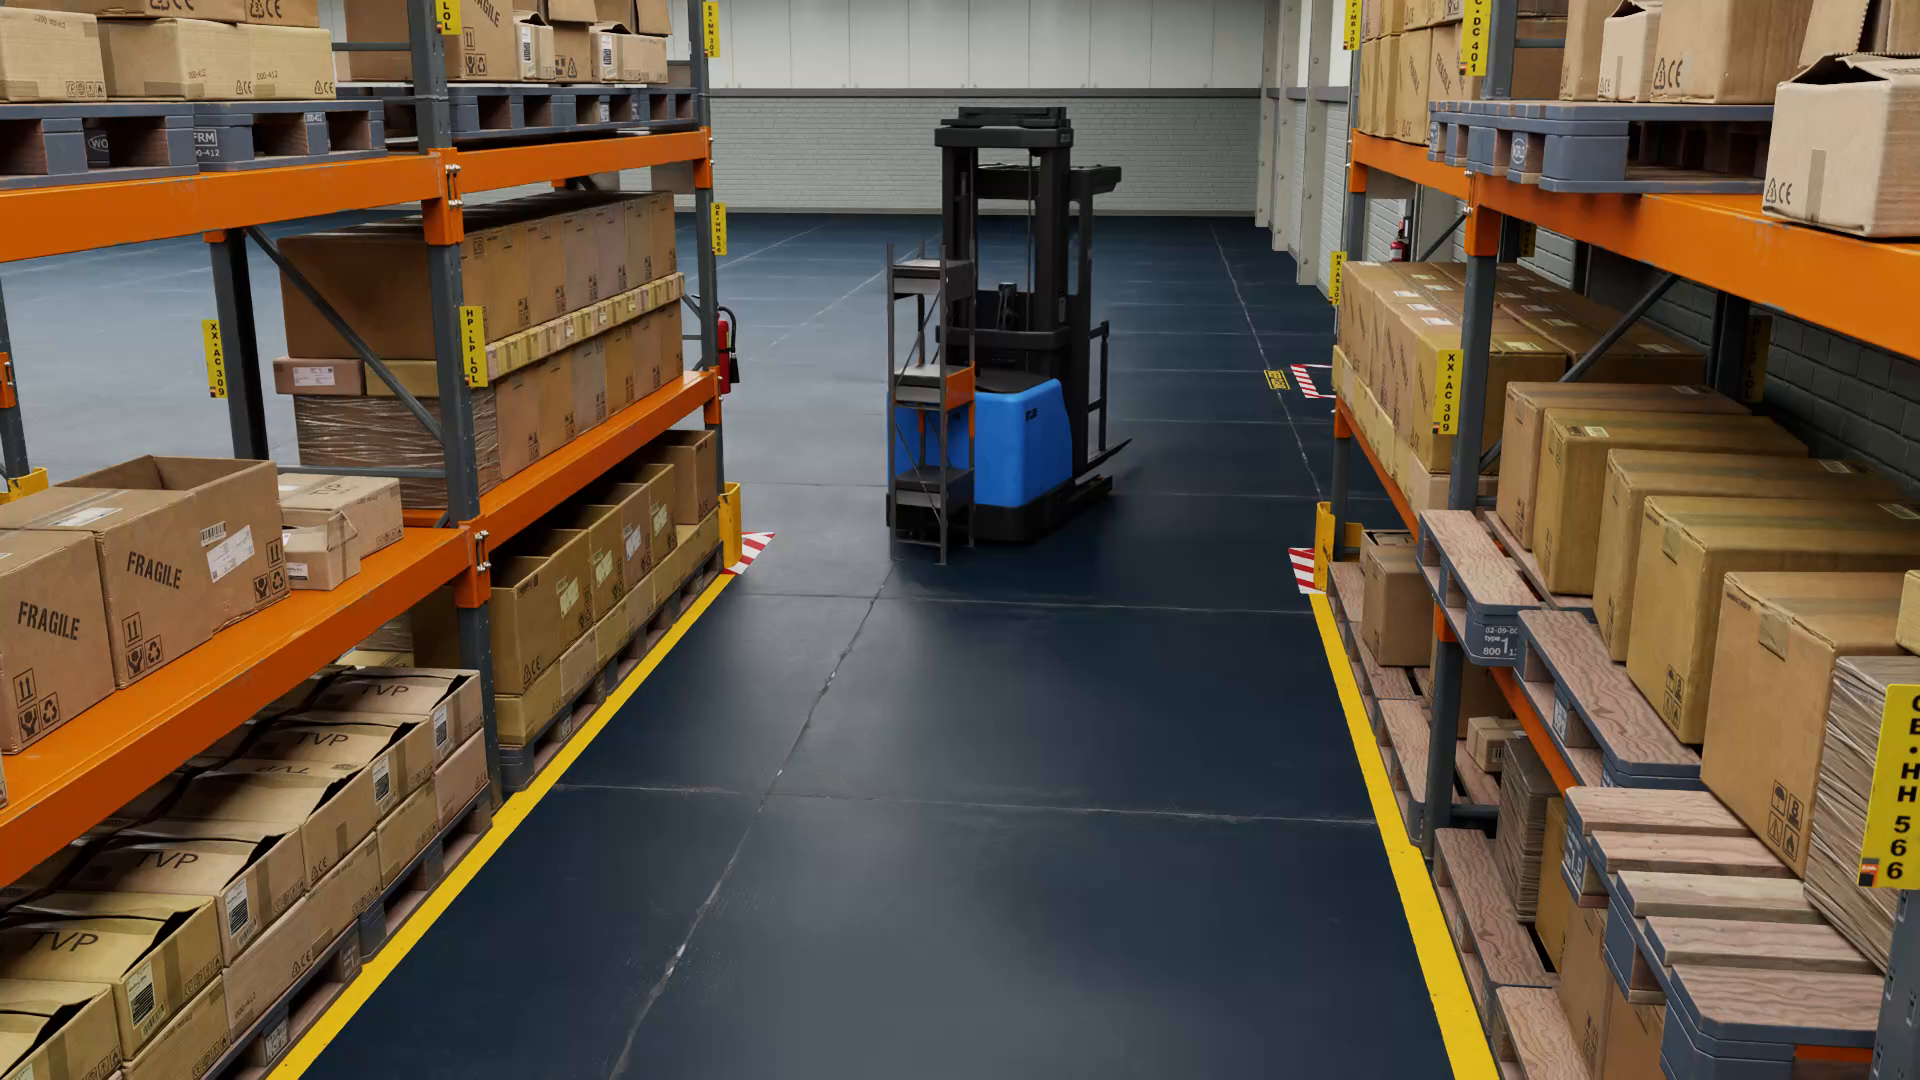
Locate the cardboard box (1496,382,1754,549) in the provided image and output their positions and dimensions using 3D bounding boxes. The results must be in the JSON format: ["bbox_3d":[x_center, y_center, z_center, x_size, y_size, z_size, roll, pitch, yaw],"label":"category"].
[{"bbox_3d":[2.313,-0.262,5.851,0.700,0.500,0.500,2,15,6],"label":"cardboard box"}]

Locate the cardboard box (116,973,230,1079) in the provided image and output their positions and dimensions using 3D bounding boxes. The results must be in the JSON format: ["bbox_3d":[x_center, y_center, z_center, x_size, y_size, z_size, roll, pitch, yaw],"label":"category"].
[{"bbox_3d":[-2.510,1.492,4.861,0.500,0.250,0.500,1,15,5],"label":"cardboard box"}]

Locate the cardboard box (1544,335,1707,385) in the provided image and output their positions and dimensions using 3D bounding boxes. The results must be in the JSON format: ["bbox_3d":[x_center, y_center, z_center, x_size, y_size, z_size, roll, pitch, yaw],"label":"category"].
[{"bbox_3d":[2.665,-0.548,6.753,0.500,0.500,0.500,1,15,5],"label":"cardboard box"}]

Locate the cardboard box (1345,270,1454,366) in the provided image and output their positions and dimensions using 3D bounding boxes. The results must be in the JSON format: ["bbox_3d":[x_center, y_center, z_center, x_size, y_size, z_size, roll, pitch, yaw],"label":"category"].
[{"bbox_3d":[2.438,-1.226,9.264,0.500,0.500,0.500,2,15,6],"label":"cardboard box"}]

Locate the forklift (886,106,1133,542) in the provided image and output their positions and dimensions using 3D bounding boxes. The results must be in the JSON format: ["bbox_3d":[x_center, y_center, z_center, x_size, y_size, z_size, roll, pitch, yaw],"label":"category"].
[{"bbox_3d":[0.536,-1.743,12.492,1.130,2.935,3.031,7,16,23],"label":"forklift"}]

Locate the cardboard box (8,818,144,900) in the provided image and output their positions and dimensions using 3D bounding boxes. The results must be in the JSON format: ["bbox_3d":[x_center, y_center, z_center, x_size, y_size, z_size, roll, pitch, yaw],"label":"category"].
[{"bbox_3d":[-2.984,1.075,5.329,0.500,0.311,0.500,2,15,8],"label":"cardboard box"}]

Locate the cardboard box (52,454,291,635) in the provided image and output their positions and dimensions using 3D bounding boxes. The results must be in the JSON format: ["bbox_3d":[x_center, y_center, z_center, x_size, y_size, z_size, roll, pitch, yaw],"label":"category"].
[{"bbox_3d":[-2.680,0.009,5.689,0.500,0.500,0.500,3,15,10],"label":"cardboard box"}]

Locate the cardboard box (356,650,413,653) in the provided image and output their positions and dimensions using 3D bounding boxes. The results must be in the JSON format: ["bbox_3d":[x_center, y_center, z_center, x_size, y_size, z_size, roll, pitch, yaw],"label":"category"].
[{"bbox_3d":[-2.617,0.591,8.193,0.500,0.250,0.500,2,15,6],"label":"cardboard box"}]

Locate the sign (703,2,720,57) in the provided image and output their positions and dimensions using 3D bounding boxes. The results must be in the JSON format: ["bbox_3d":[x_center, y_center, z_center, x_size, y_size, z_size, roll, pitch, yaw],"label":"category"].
[{"bbox_3d":[-1.529,-3.133,10.210,0.100,0.325,0.005,2,15,6],"label":"sign"}]

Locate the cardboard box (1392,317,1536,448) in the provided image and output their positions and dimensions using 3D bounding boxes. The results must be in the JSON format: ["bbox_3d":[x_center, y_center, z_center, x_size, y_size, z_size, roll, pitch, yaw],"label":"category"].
[{"bbox_3d":[2.201,-0.693,7.292,0.500,0.500,0.500,2,15,6],"label":"cardboard box"}]

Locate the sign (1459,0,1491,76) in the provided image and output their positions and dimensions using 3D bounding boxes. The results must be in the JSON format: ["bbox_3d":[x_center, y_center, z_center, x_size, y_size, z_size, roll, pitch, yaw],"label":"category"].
[{"bbox_3d":[1.864,-1.844,5.999,0.100,0.325,0.005,2,15,6],"label":"sign"}]

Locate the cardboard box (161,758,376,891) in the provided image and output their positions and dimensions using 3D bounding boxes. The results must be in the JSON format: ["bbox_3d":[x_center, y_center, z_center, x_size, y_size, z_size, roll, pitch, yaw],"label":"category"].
[{"bbox_3d":[-2.390,0.954,5.775,0.500,0.311,0.500,2,15,6],"label":"cardboard box"}]

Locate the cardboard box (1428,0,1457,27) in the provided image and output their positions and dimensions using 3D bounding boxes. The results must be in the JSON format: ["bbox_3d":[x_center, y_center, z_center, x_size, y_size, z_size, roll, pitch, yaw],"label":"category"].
[{"bbox_3d":[2.243,-2.402,6.908,0.500,0.500,0.500,3,15,9],"label":"cardboard box"}]

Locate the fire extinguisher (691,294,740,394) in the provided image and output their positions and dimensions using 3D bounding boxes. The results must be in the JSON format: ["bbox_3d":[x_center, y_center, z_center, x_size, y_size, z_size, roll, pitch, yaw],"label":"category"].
[{"bbox_3d":[-1.592,-1.295,10.852,0.296,0.674,0.183,2,15,6],"label":"fire extinguisher"}]

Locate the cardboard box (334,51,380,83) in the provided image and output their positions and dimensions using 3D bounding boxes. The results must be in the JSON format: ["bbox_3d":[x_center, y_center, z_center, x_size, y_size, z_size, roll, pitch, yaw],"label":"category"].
[{"bbox_3d":[-2.654,-2.196,7.697,0.380,0.149,0.250,2,15,6],"label":"cardboard box"}]

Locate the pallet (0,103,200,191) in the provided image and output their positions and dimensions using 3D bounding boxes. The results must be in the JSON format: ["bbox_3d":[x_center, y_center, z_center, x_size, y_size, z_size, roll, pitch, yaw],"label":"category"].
[{"bbox_3d":[-2.858,-1.066,4.472,1.003,0.211,1.213,2,15,9],"label":"pallet"}]

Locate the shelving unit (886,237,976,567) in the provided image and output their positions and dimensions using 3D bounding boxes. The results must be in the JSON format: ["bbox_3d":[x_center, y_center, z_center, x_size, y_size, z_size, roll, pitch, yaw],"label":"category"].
[{"bbox_3d":[-0.183,-0.917,11.032,0.431,2.100,0.503,6,16,22],"label":"shelving unit"}]

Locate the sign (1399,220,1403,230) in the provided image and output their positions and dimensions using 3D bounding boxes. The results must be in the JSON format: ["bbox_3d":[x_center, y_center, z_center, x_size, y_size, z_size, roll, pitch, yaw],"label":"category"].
[{"bbox_3d":[4.795,-3.317,18.113,0.001,0.329,0.234,2,15,6],"label":"sign"}]

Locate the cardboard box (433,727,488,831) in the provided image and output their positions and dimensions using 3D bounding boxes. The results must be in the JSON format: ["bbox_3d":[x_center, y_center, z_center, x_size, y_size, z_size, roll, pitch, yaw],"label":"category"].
[{"bbox_3d":[-2.277,0.963,6.817,0.500,0.250,0.500,2,15,6],"label":"cardboard box"}]

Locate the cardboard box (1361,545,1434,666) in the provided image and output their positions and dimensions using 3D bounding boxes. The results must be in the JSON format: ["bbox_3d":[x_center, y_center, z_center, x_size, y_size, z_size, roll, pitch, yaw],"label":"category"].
[{"bbox_3d":[2.492,0.338,8.613,0.700,0.500,0.500,1,15,3],"label":"cardboard box"}]

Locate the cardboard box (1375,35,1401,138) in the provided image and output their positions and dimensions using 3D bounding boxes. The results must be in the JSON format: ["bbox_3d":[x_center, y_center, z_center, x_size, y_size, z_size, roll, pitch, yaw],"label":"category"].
[{"bbox_3d":[2.419,-2.324,8.532,0.500,0.500,0.500,2,15,9],"label":"cardboard box"}]

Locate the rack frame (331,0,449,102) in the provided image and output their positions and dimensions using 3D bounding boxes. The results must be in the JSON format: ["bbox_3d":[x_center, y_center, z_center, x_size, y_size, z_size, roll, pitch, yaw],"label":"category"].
[{"bbox_3d":[-2.518,-3.174,6.159,1.000,3.000,0.127,2,15,6],"label":"rack frame"}]

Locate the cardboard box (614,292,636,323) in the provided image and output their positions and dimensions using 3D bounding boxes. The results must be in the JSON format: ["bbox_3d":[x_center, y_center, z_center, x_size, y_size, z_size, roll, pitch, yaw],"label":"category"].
[{"bbox_3d":[-2.037,-1.304,9.304,0.380,0.149,0.250,2,15,8],"label":"cardboard box"}]

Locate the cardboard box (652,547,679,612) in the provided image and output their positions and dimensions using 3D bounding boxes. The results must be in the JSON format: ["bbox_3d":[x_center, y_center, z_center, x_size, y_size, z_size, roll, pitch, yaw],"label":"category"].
[{"bbox_3d":[-1.933,0.217,9.576,0.500,0.250,0.500,2,15,6],"label":"cardboard box"}]

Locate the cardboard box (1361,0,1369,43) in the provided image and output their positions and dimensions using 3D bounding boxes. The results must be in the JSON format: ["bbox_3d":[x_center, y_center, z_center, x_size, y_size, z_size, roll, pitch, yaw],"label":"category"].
[{"bbox_3d":[2.571,-3.066,9.362,0.500,0.500,0.500,1,15,2],"label":"cardboard box"}]

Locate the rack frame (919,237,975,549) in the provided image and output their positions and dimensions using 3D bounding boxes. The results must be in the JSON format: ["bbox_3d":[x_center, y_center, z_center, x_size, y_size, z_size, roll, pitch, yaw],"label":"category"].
[{"bbox_3d":[-0.088,-0.976,11.249,0.400,2.100,0.015,6,16,22],"label":"rack frame"}]

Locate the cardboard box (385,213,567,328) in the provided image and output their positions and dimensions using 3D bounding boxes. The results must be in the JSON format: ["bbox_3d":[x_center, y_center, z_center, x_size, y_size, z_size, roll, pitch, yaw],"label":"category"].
[{"bbox_3d":[-2.361,-1.328,8.151,0.700,0.500,0.500,2,15,6],"label":"cardboard box"}]

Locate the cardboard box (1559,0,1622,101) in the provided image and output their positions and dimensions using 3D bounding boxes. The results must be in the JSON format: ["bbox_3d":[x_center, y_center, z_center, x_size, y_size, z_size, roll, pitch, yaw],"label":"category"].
[{"bbox_3d":[2.263,-1.692,5.431,0.500,0.500,0.500,4,16,14],"label":"cardboard box"}]

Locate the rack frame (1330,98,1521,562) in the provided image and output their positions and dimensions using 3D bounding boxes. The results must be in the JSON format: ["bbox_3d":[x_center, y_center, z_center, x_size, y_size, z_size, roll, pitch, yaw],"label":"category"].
[{"bbox_3d":[2.856,-1.170,10.243,1.000,3.000,0.127,2,15,6],"label":"rack frame"}]

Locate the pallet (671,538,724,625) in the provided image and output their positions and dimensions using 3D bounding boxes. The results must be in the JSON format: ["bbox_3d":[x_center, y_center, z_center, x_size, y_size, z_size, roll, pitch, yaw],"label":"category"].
[{"bbox_3d":[-2.111,0.231,10.405,1.003,0.211,1.213,2,15,6],"label":"pallet"}]

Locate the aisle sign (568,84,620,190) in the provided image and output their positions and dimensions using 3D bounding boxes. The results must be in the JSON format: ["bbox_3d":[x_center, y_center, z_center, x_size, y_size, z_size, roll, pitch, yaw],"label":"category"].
[{"bbox_3d":[-2.364,-2.596,10.536,0.394,0.787,0.004,2,15,6],"label":"aisle sign"}]

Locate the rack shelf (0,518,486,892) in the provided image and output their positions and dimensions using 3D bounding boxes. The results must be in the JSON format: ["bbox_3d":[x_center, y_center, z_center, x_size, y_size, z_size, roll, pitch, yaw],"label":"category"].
[{"bbox_3d":[-2.744,0.588,5.118,1.077,0.370,4.000,2,15,6],"label":"rack shelf"}]

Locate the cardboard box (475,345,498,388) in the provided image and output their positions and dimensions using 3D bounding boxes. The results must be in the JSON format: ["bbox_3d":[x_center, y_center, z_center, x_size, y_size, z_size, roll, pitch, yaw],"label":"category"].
[{"bbox_3d":[-2.267,-0.768,7.322,0.380,0.149,0.250,2,15,7],"label":"cardboard box"}]

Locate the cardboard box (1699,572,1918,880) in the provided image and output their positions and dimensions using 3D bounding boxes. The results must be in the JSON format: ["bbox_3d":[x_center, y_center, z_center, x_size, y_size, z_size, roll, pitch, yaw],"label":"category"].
[{"bbox_3d":[2.032,0.376,3.490,0.700,0.500,0.500,0,15,1],"label":"cardboard box"}]

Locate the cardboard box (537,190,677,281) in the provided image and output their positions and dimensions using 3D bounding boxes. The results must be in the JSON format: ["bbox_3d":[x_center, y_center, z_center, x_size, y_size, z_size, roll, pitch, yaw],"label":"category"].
[{"bbox_3d":[-2.138,-1.855,10.099,0.700,0.500,0.500,2,15,6],"label":"cardboard box"}]

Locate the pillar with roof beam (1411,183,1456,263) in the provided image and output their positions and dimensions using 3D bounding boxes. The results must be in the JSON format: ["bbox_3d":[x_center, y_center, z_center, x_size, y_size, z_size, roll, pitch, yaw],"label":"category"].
[{"bbox_3d":[0.036,-5.542,14.918,9.100,9.000,0.400,2,15,6],"label":"pillar with roof beam"}]

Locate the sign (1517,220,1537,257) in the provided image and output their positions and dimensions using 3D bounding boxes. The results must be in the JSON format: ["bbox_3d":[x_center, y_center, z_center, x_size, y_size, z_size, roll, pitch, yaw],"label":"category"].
[{"bbox_3d":[3.405,-1.860,9.971,0.100,0.325,0.005,2,15,6],"label":"sign"}]

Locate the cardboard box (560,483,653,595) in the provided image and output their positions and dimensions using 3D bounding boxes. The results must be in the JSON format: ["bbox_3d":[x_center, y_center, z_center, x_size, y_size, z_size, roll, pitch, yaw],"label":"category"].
[{"bbox_3d":[-1.987,-0.015,8.998,0.500,0.500,0.500,2,15,6],"label":"cardboard box"}]

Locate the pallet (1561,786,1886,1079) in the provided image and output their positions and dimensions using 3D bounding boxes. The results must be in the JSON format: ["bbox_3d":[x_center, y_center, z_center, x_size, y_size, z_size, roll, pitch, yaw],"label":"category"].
[{"bbox_3d":[1.928,0.809,3.290,1.213,0.211,1.003,2,15,6],"label":"pallet"}]

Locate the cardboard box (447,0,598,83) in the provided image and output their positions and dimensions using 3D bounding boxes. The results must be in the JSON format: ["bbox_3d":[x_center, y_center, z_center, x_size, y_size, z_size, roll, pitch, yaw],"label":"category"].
[{"bbox_3d":[-2.207,-2.469,8.030,0.797,0.503,0.637,3,16,12],"label":"cardboard box"}]

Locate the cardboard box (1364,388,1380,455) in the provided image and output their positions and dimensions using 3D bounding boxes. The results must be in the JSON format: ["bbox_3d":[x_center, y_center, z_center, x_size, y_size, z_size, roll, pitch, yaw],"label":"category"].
[{"bbox_3d":[2.318,-0.592,8.354,0.500,0.250,0.500,2,15,7],"label":"cardboard box"}]

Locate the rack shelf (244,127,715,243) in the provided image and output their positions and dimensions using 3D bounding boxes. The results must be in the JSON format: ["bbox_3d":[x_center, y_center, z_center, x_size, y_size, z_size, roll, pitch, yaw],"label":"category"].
[{"bbox_3d":[-2.292,-1.897,8.563,1.077,0.370,4.000,2,15,6],"label":"rack shelf"}]

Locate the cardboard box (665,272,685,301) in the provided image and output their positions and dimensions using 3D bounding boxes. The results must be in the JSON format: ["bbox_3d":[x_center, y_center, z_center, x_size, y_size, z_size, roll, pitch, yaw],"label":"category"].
[{"bbox_3d":[-1.920,-1.572,10.294,0.380,0.149,0.250,1,15,5],"label":"cardboard box"}]

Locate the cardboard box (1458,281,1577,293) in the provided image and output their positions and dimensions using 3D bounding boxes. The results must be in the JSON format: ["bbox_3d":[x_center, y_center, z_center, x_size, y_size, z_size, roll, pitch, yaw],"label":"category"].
[{"bbox_3d":[2.893,-1.076,8.709,0.500,0.500,0.500,1,15,5],"label":"cardboard box"}]

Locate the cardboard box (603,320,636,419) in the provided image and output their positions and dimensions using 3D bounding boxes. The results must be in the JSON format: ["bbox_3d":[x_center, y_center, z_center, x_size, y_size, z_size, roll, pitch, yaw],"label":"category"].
[{"bbox_3d":[-2.248,-0.978,9.340,0.700,0.500,0.500,2,15,7],"label":"cardboard box"}]

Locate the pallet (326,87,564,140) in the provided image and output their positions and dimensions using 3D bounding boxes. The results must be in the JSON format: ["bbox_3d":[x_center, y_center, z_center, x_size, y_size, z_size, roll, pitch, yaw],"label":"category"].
[{"bbox_3d":[-2.448,-1.905,7.383,1.003,0.211,1.213,2,15,6],"label":"pallet"}]

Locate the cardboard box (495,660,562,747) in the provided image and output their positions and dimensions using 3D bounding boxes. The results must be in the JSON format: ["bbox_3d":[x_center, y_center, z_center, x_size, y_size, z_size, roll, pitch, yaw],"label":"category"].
[{"bbox_3d":[-2.164,0.736,7.658,0.500,0.250,0.500,2,15,6],"label":"cardboard box"}]

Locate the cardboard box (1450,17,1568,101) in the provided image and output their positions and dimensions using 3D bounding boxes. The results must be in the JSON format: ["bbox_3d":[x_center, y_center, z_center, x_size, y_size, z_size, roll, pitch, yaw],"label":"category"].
[{"bbox_3d":[2.216,-1.777,6.513,0.500,0.500,0.500,2,15,8],"label":"cardboard box"}]

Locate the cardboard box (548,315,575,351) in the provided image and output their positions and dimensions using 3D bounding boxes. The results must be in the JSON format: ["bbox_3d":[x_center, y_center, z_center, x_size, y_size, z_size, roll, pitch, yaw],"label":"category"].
[{"bbox_3d":[-2.154,-1.037,8.318,0.380,0.149,0.250,1,15,5],"label":"cardboard box"}]

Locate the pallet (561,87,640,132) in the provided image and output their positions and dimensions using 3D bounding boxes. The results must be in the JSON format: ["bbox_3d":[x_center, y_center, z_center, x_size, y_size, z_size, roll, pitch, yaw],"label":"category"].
[{"bbox_3d":[-2.307,-2.220,8.550,1.003,0.211,1.213,2,15,6],"label":"pallet"}]

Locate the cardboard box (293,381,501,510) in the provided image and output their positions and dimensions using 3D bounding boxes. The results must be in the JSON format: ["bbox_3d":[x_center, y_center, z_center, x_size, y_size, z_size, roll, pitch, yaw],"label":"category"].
[{"bbox_3d":[-2.474,-0.441,7.355,0.700,0.500,0.500,1,15,5],"label":"cardboard box"}]

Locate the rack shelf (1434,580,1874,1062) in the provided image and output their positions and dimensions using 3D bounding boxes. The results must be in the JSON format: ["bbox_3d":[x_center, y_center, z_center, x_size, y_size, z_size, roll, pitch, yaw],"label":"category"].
[{"bbox_3d":[2.179,0.733,4.582,1.077,0.370,4.000,2,15,6],"label":"rack shelf"}]

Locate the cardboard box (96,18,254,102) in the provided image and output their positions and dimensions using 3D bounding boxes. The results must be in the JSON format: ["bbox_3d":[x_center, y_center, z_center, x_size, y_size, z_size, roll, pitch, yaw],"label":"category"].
[{"bbox_3d":[-2.656,-1.554,5.398,0.500,0.250,0.500,0,15,1],"label":"cardboard box"}]

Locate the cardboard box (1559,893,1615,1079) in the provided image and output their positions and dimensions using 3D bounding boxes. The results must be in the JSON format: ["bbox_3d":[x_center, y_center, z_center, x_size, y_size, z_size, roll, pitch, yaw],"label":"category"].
[{"bbox_3d":[2.232,1.320,4.981,0.700,0.500,0.500,2,15,7],"label":"cardboard box"}]
